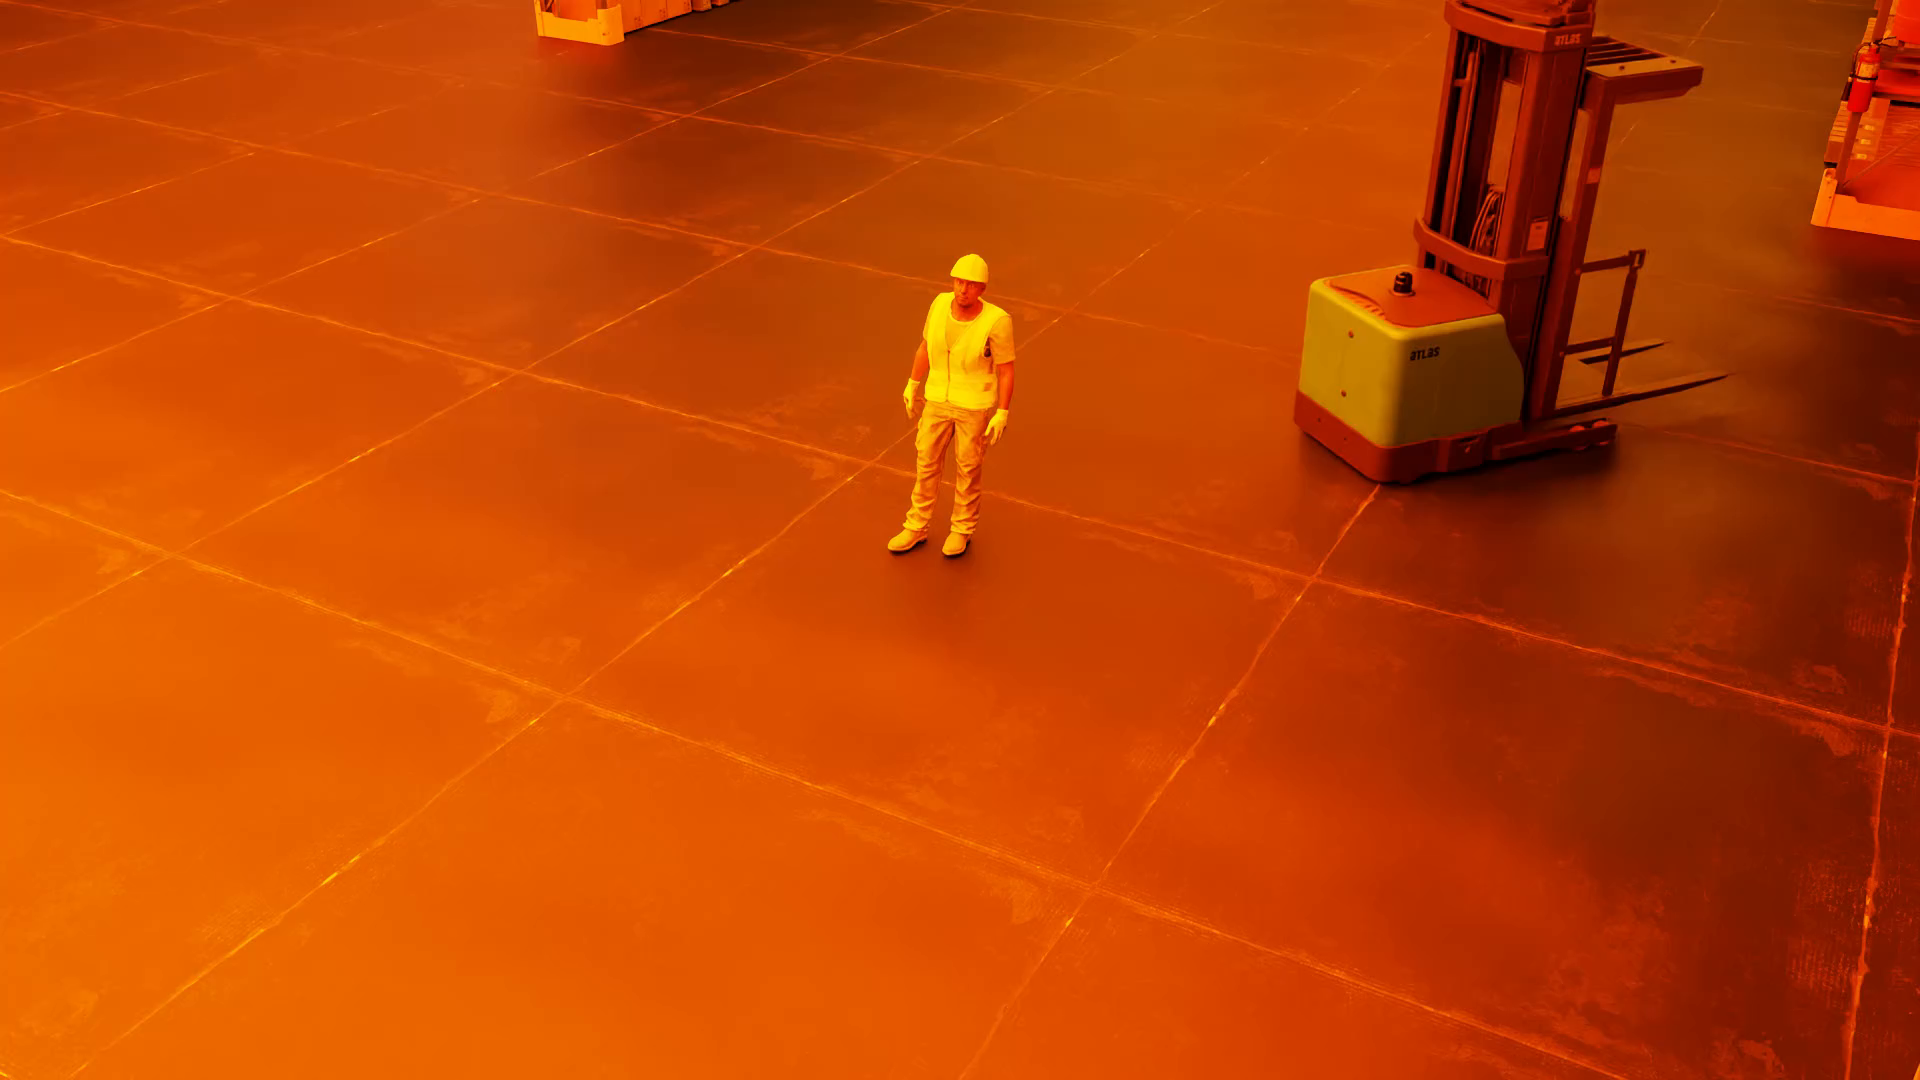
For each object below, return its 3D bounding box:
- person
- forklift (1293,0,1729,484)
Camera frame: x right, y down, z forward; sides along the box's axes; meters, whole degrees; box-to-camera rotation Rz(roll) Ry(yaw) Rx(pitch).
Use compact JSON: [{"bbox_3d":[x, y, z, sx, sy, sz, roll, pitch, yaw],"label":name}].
[{"bbox_3d":[-0.043,-0.749,9.502,0.657,1.785,0.575,15,33,25],"label":"person"},{"bbox_3d":[3.821,-2.091,10.693,3.031,2.935,1.130,-12,32,-19],"label":"forklift"}]
